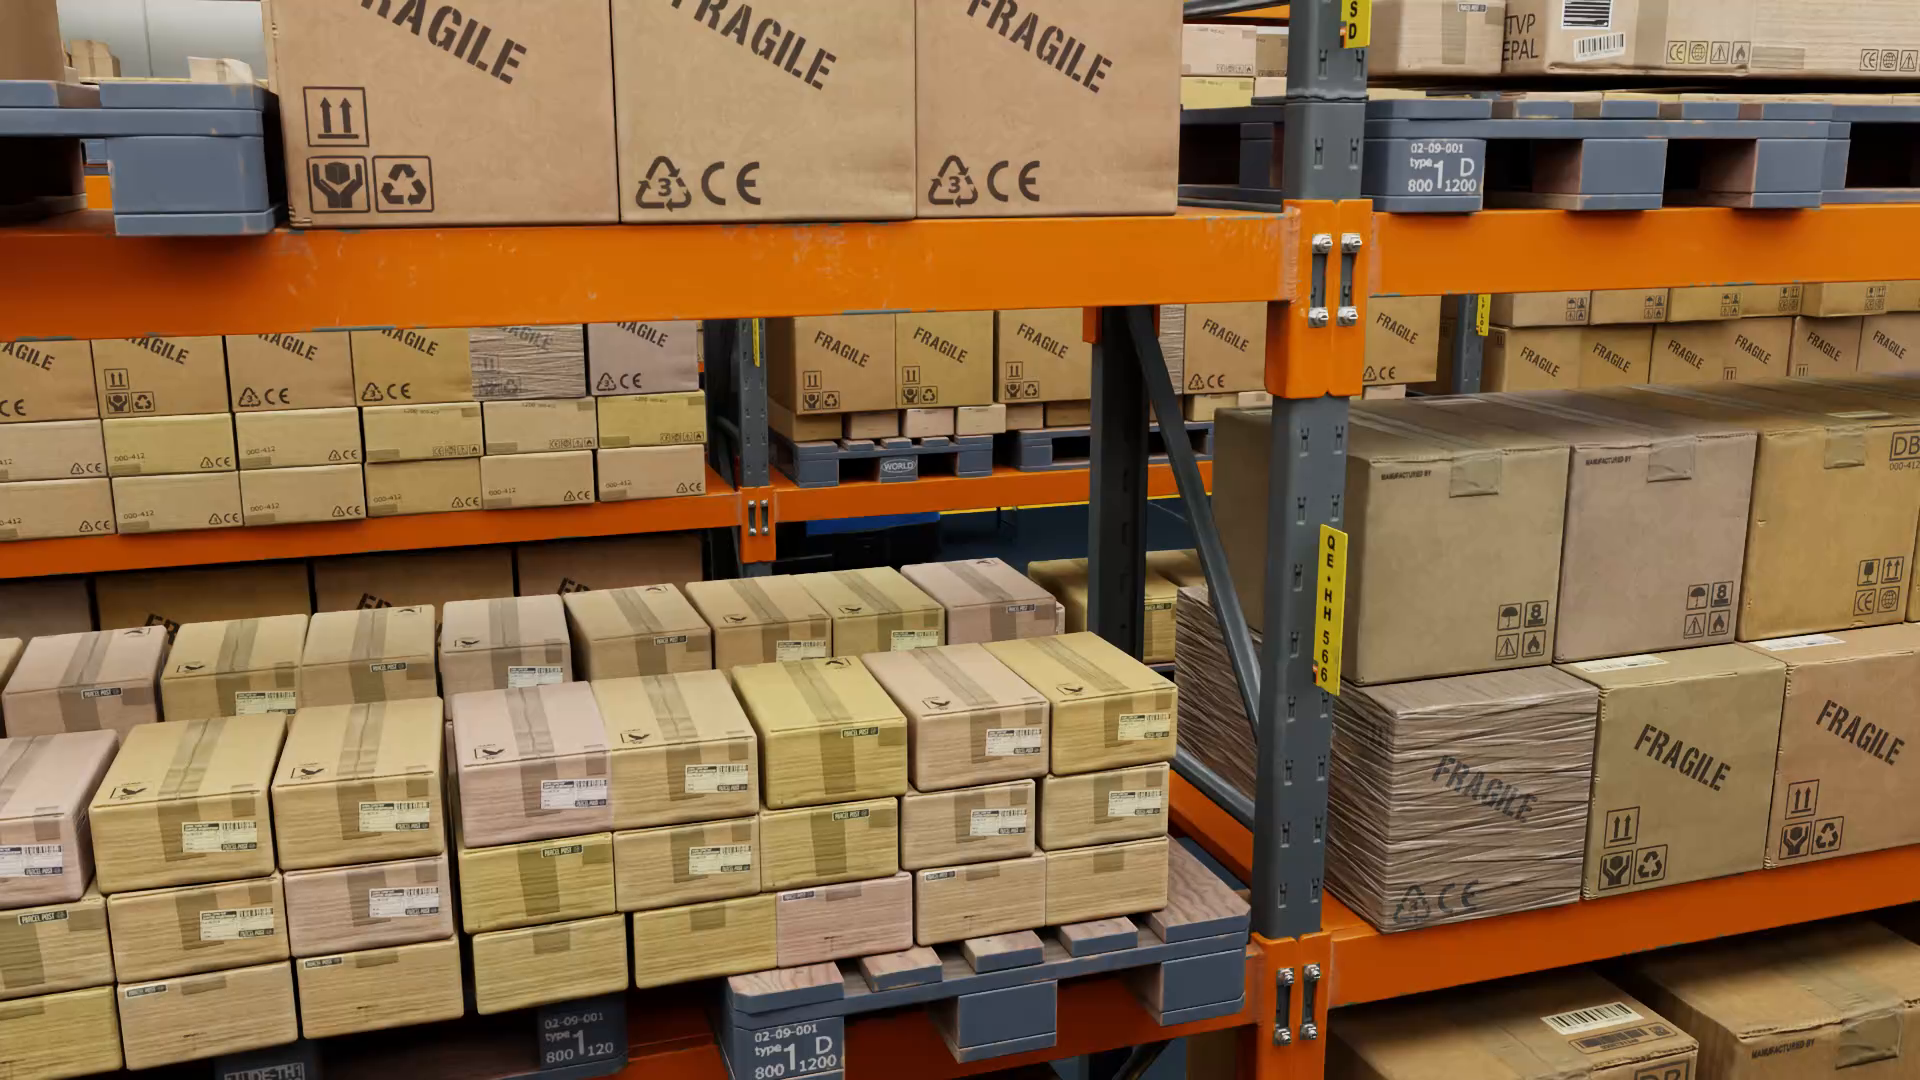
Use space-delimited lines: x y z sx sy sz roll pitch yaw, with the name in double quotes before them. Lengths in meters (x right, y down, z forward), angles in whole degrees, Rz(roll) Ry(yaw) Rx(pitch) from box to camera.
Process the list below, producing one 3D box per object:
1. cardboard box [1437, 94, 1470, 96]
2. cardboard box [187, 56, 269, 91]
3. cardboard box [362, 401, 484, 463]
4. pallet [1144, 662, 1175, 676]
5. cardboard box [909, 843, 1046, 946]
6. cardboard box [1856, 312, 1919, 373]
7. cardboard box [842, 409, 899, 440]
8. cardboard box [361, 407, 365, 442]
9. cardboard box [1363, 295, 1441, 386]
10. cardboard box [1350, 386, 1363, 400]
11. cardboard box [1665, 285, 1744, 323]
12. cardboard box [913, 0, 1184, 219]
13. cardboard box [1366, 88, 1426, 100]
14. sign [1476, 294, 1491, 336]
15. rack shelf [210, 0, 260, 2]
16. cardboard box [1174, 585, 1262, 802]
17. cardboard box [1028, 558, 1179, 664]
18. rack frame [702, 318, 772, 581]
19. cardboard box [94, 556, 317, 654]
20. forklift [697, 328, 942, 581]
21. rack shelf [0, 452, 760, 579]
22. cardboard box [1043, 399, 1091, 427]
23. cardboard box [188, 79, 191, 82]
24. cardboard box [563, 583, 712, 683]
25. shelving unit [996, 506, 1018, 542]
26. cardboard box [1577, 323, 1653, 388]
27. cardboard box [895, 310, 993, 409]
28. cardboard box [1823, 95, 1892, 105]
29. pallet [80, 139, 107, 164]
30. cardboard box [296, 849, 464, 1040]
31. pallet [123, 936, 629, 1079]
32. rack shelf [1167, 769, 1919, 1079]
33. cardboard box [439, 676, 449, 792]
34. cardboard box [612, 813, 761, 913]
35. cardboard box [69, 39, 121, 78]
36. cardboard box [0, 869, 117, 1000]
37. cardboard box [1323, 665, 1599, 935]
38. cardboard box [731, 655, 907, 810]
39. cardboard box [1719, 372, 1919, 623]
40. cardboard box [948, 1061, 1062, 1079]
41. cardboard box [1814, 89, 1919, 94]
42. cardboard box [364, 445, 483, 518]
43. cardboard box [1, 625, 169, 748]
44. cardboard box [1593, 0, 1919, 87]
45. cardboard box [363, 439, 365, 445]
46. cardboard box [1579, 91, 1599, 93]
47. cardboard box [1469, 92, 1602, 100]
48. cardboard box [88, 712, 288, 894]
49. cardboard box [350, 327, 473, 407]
"cardboard box" 2.887 -2.627 9.541 0.250 0.149 0.380 -4 14 -17
"cardboard box" -3.082 -1.896 7.033 0.258 0.266 0.396 -3 14 -13
"cardboard box" -2.476 -0.533 7.645 0.500 0.250 0.500 -5 14 -20
"pallet" 0.761 0.675 9.349 1.213 0.211 1.003 -4 14 -18
"cardboard box" -0.017 0.616 3.206 0.250 0.149 0.380 -4 14 -18
"cardboard box" 5.545 -1.182 10.273 0.500 0.500 0.500 -4 14 -18
"cardboard box" -0.489 -0.614 8.377 0.250 0.149 0.380 -5 14 -22
"cardboard box" -2.660 -0.650 8.138 0.500 0.250 0.500 -5 14 -18
"cardboard box" 2.292 -1.144 9.202 0.500 0.500 0.500 -5 14 -19
"cardboard box" 2.001 -0.798 9.152 0.250 0.149 0.380 -5 14 -20
"cardboard box" 4.118 -1.559 9.696 0.500 0.500 0.700 -5 14 -19
"cardboard box" 0.080 -0.867 3.107 0.500 0.500 0.500 -4 14 -18
"cardboard box" 2.149 -2.346 8.958 0.500 0.250 0.500 -5 14 -19
"sign" 2.837 -1.272 9.007 0.005 0.325 0.100 -4 14 -18
"rack shelf" -4.617 -3.850 11.801 4.000 0.370 1.077 -4 14 -18
"cardboard box" 0.881 0.402 4.253 0.500 0.500 0.500 -4 14 -18
"cardboard box" 0.821 0.389 9.298 0.625 0.372 0.950 -4 14 -16
"rack frame" -1.135 -0.535 8.410 0.127 3.000 1.000 -4 14 -18
"cardboard box" -3.510 0.458 7.920 0.875 0.875 0.875 -4 14 -16
"forklift" -1.686 -1.217 11.424 3.031 2.935 1.130 -6 15 -25
"rack shelf" -3.030 -0.038 7.873 4.000 0.370 1.077 -4 14 -18
"cardboard box" 0.512 -0.704 8.756 0.250 0.149 0.380 -4 14 -16
"cardboard box" -5.146 -3.090 11.446 0.250 0.149 0.380 -4 14 -17
"cardboard box" -0.699 0.220 3.585 0.250 0.149 0.380 -5 14 -20
"shelving unit" 0.018 -0.732 12.480 0.755 1.500 0.431 -5 14 -19
"cardboard box" 3.631 -1.037 9.662 0.500 0.500 0.500 -5 14 -18
"cardboard box" -0.143 -0.955 8.410 0.500 0.500 0.500 -4 14 -15
"cardboard box" 5.081 -2.484 9.801 0.500 0.250 0.500 -4 14 -16
"pallet" -5.872 -2.729 11.557 1.003 0.211 1.213 -4 14 -18
"cardboard box" -0.998 0.692 2.888 0.250 0.149 0.380 -4 14 -16
"pallet" -1.323 0.791 3.248 1.213 0.211 1.003 -4 14 -18
"rack shelf" 2.436 0.745 4.581 4.000 0.370 1.077 -4 14 -18
"cardboard box" -1.202 0.403 3.458 0.250 0.149 0.380 -5 14 -19
"cardboard box" -0.521 0.511 3.005 0.250 0.149 0.380 -4 14 -18
"cardboard box" -6.004 -3.329 11.555 0.258 0.266 0.396 -4 14 -18
"cardboard box" -1.489 0.585 2.692 0.250 0.149 0.380 -5 14 -19
"cardboard box" 1.052 0.520 3.756 0.500 0.500 0.500 -4 14 -17
"cardboard box" -0.265 0.346 3.057 0.250 0.149 0.380 -4 14 -16
"cardboard box" 2.417 -0.137 4.359 0.500 0.500 0.700 -5 14 -19
"cardboard box" -0.025 1.298 3.578 0.500 0.250 0.500 -5 14 -19
"cardboard box" 2.490 -1.307 4.342 0.258 0.266 0.396 -4 14 -18
"cardboard box" -2.493 -0.293 7.717 0.500 0.250 0.500 -5 14 -19
"cardboard box" -1.697 0.298 3.256 0.250 0.149 0.380 -5 14 -21
"cardboard box" 1.771 -1.138 3.665 0.500 0.250 0.500 -4 14 -17
"cardboard box" -2.659 -0.402 8.175 0.500 0.250 0.500 -4 14 -16
"cardboard box" 3.296 -2.533 9.146 0.250 0.149 0.380 -4 14 -16
"cardboard box" 3.161 -2.334 9.171 0.500 0.250 0.500 -5 14 -19
"cardboard box" -1.252 0.422 2.735 0.250 0.149 0.380 -4 14 -16
"cardboard box" -2.498 -0.900 7.567 0.500 0.500 0.500 -4 14 -18
